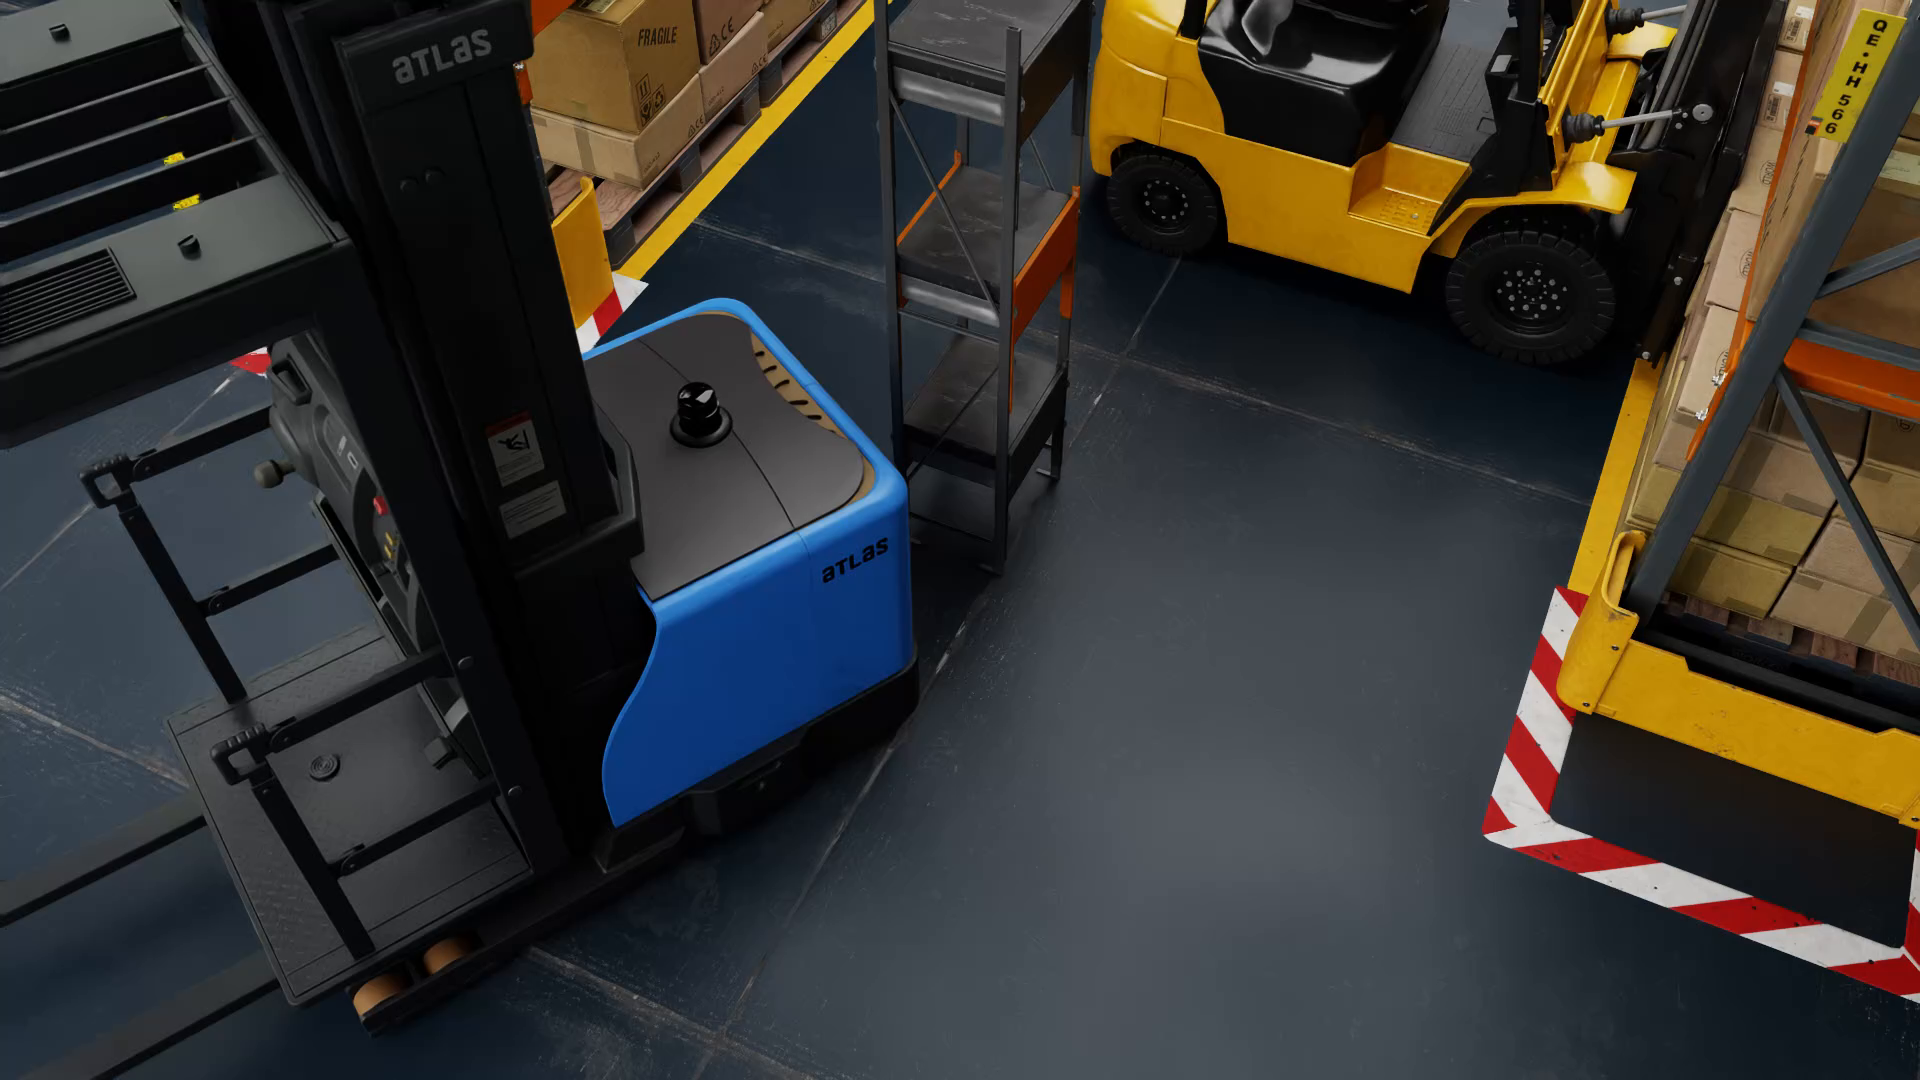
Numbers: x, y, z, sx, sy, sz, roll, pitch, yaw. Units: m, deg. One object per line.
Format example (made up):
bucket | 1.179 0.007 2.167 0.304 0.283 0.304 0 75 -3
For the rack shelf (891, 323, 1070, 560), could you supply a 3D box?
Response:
rack shelf | 0.071 -0.332 5.591 0.431 0.518 0.480 20 52 16

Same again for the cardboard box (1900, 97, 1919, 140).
cardboard box | 2.466 -1.058 3.994 0.380 0.149 0.250 20 52 16

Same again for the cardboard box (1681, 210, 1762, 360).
cardboard box | 2.631 -0.745 5.287 0.500 0.250 0.500 21 53 17

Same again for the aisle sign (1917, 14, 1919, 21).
aisle sign | 2.210 -1.296 3.176 0.394 0.787 0.004 20 52 16

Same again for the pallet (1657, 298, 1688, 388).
pallet | 3.315 -0.877 6.358 1.003 0.211 1.213 20 52 16

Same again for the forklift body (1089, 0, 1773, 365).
forklift body | 1.664 -2.028 6.063 2.313 2.155 1.214 20 52 16

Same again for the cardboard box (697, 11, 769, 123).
cardboard box | -1.166 -2.075 7.076 0.500 0.250 0.500 22 53 17

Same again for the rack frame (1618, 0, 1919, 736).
rack frame | 2.504 -0.403 4.124 1.000 3.000 0.127 20 52 16

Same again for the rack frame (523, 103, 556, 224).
rack frame | -1.986 -2.016 5.496 1.000 3.000 0.127 20 52 16

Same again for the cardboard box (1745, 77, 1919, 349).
cardboard box | 2.477 -0.860 4.447 0.500 0.500 0.500 19 52 15

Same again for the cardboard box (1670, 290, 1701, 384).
cardboard box | 2.653 -0.589 5.483 0.500 0.250 0.500 19 52 16

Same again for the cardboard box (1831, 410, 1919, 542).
cardboard box | 2.880 -0.242 4.859 0.500 0.250 0.500 19 52 16

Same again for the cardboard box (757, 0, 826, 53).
cardboard box | -0.944 -2.455 7.399 0.500 0.250 0.500 23 53 18

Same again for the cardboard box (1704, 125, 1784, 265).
cardboard box | 2.838 -1.095 5.586 0.500 0.250 0.500 20 53 17

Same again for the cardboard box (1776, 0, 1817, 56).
cardboard box | 3.293 -1.801 6.186 0.500 0.250 0.500 21 53 17

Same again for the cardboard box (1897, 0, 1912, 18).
cardboard box | 2.544 -1.238 4.147 0.380 0.149 0.250 20 52 16

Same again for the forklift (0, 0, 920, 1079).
forklift | -1.628 -0.064 3.880 3.031 2.935 1.130 -28 55 -22

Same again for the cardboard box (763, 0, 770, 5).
cardboard box | -0.940 -2.690 7.107 0.500 0.500 0.500 21 53 17

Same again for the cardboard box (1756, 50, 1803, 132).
cardboard box | 3.061 -1.442 5.880 0.500 0.250 0.500 19 52 15

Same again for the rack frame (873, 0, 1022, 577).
rack frame | -0.034 -0.626 4.904 0.400 2.100 0.015 20 52 16

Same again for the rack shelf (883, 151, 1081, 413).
rack shelf | 0.071 -0.786 5.058 0.431 0.518 0.480 20 52 16

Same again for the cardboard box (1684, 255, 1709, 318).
cardboard box | 2.855 -0.952 5.792 0.500 0.250 0.500 19 52 15

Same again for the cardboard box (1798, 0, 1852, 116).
cardboard box | 2.925 -1.567 5.048 0.500 0.500 0.500 19 52 15

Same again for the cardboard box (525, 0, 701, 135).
cardboard box | -1.381 -1.986 6.508 0.500 0.500 0.500 18 52 15

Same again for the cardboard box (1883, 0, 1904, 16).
cardboard box | 2.631 -1.427 4.307 0.380 0.149 0.250 21 53 17

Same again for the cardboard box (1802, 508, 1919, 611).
cardboard box | 2.893 -0.067 5.039 0.500 0.250 0.500 21 53 17

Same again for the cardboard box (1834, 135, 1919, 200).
cardboard box | 2.399 -0.976 4.119 0.380 0.149 0.250 21 53 17

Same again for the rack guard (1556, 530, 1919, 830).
rack guard | 2.494 0.423 5.062 1.175 0.500 0.348 20 52 16

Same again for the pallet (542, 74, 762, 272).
pallet | -1.574 -1.712 7.069 1.003 0.211 1.213 20 52 16

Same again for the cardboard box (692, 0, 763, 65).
cardboard box | -1.162 -2.347 6.815 0.500 0.500 0.500 18 52 15

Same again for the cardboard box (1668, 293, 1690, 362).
cardboard box | 2.862 -0.756 5.953 0.500 0.250 0.500 20 53 16

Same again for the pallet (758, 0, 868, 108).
pallet | -1.052 -2.550 7.781 1.003 0.211 1.213 20 52 16

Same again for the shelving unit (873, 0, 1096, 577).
shelving unit | 0.071 -0.794 5.047 0.431 2.100 0.503 20 52 16

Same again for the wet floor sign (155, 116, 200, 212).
wet floor sign | -3.034 -1.470 6.577 0.232 0.644 0.267 -37 59 -27

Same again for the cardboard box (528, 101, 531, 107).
cardboard box | -1.873 -1.922 6.945 0.500 0.250 0.500 20 52 16

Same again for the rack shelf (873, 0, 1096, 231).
rack shelf | 0.071 -1.239 4.525 0.431 0.518 0.480 20 52 16

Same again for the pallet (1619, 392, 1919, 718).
pallet | 2.793 -0.040 5.645 1.003 0.211 1.213 20 52 16

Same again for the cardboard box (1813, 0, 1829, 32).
cardboard box | 3.130 -1.917 5.346 0.500 0.500 0.500 20 53 16

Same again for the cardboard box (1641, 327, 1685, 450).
cardboard box | 2.640 -0.414 5.663 0.500 0.250 0.500 20 52 16

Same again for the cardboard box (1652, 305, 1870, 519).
cardboard box | 2.419 -0.391 4.986 0.500 0.250 0.500 21 53 17

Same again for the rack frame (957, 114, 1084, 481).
rack frame | 0.175 -0.962 5.190 0.400 2.100 0.015 20 52 16

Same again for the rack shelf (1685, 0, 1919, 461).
rack shelf | 3.358 -1.547 5.570 1.077 0.370 4.000 20 52 16

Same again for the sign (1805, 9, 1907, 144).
sign | 2.019 -1.042 3.751 0.100 0.325 0.005 20 52 16

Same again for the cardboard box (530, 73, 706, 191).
cardboard box | -1.391 -1.726 6.779 0.500 0.250 0.500 19 52 16

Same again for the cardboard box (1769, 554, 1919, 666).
cardboard box | 2.890 0.077 5.245 0.500 0.250 0.500 20 52 16

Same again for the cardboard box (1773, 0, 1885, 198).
cardboard box | 2.707 -1.214 4.748 0.500 0.500 0.500 21 53 17

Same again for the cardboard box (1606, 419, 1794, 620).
cardboard box | 2.419 -0.075 5.374 0.500 0.250 0.500 20 53 16

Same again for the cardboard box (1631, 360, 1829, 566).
cardboard box | 2.429 -0.247 5.192 0.500 0.250 0.500 19 52 16

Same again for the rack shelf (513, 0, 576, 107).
rack shelf | -1.131 -3.160 6.942 1.077 0.370 4.000 20 52 16

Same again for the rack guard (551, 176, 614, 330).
rack guard | -1.953 -1.258 6.492 1.175 0.500 0.348 20 52 16
